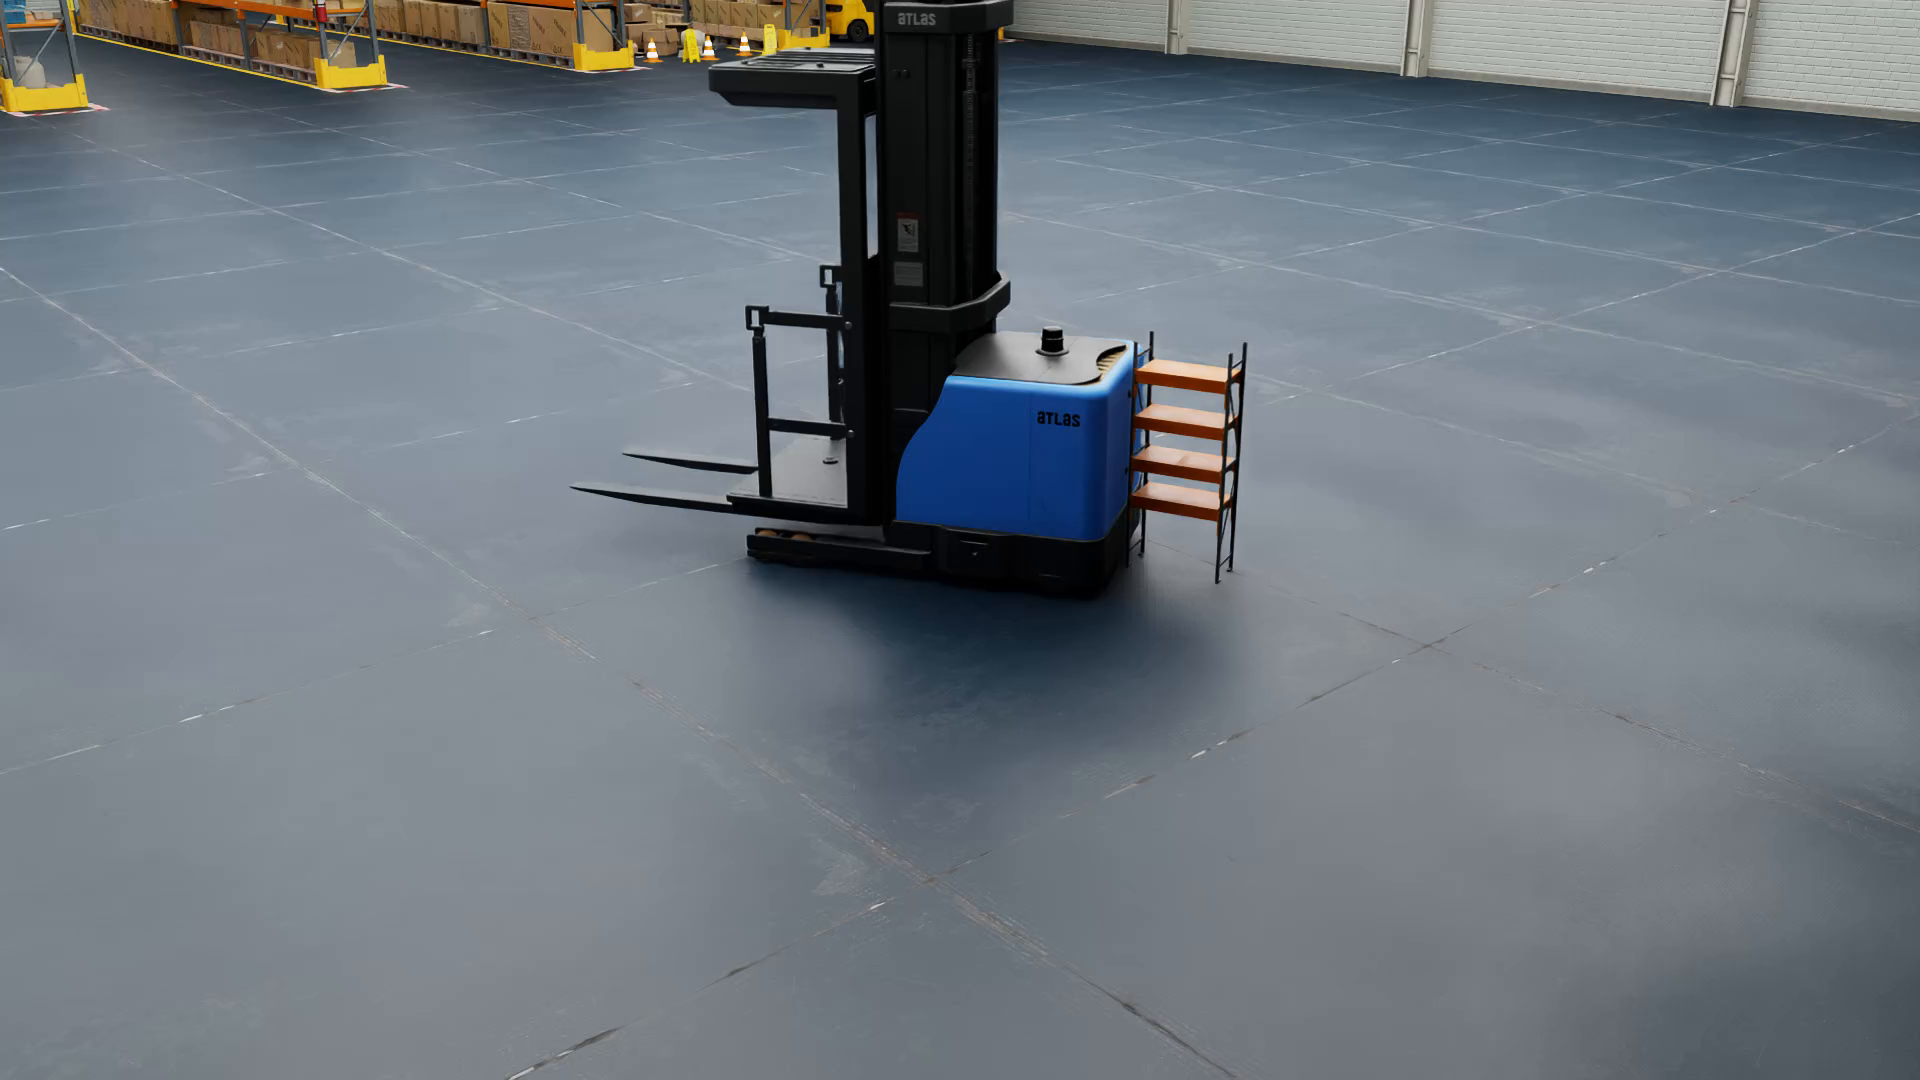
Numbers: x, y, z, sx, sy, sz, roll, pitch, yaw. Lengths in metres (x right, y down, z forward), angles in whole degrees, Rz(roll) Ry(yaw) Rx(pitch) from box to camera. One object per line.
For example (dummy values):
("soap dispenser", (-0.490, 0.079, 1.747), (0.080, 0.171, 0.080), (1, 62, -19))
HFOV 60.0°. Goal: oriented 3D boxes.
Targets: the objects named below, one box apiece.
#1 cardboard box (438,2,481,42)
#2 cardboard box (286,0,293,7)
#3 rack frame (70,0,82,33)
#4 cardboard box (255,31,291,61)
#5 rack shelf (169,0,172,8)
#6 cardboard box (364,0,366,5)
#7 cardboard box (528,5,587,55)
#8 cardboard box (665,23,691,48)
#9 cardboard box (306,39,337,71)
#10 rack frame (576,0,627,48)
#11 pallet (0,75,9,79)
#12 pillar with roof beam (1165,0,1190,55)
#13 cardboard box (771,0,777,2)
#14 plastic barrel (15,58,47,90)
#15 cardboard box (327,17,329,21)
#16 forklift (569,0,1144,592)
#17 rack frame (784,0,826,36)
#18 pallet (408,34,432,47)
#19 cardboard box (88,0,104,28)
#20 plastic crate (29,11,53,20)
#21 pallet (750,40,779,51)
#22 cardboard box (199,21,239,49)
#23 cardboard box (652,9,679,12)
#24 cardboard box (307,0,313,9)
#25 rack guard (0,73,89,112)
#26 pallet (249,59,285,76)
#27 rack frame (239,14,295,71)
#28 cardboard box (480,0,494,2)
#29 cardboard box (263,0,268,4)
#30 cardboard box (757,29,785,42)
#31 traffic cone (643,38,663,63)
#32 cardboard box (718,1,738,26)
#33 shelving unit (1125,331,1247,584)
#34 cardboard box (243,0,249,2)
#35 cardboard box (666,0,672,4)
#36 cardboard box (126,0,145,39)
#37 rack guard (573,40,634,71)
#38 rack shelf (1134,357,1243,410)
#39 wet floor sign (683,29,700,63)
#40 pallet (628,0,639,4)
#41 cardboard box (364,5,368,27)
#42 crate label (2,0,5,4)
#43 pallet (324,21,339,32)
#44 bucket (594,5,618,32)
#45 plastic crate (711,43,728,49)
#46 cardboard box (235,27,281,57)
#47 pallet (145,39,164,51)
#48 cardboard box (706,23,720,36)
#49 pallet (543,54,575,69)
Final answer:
("cardboard box", (-10.684, -11.314, 36.265), (1.050, 0.750, 0.750), (-17, 27, -37))
("cardboard box", (-11.967, -9.744, 30.094), (0.380, 0.149, 0.250), (-17, 27, -37))
("rack frame", (-21.240, -13.911, 40.387), (1.000, 3.000, 0.127), (-17, 27, -37))
("cardboard box", (-13.177, -9.507, 31.995), (0.500, 0.500, 0.500), (-18, 28, -39))
("rack shelf", (-17.324, -11.918, 36.286), (1.077, 0.370, 4.000), (-17, 27, -37))
("cardboard box", (-13.845, -12.784, 39.333), (0.500, 0.250, 0.500), (-16, 27, -35))
("cardboard box", (-8.042, -10.263, 33.412), (0.875, 0.875, 0.875), (-18, 28, -38))
("cardboard box", (-6.231, -11.172, 36.818), (0.500, 0.500, 0.500), (0, 21, -1))
("cardboard box", (-11.608, -8.855, 30.331), (0.500, 0.500, 0.500), (-10, 23, -24))
("rack frame", (-6.973, -10.643, 32.044), (1.000, 3.000, 0.127), (-17, 27, -37))
("pallet", (-16.753, -7.922, 28.921), (1.003, 0.211, 1.213), (-17, 27, -37))
("pillar with roof beam", (1.352, -13.550, 31.239), (9.100, 9.000, 0.400), (-17, 27, -37))
("cardboard box", (-4.288, -11.693, 36.890), (0.500, 0.500, 0.500), (-17, 27, -36))
("plastic barrel", (-15.036, -7.512, 26.885), (0.421, 0.512, 0.421), (0, 21, 0))
("cardboard box", (-15.648, -13.003, 41.403), (0.380, 0.149, 0.250), (-19, 28, -39))
("forklift", (-0.602, -1.403, 8.548), (3.031, 2.935, 1.130), (6, 22, 16))
("rack frame", (-3.289, -11.849, 35.124), (1.000, 3.000, 0.127), (-17, 27, -37))
("pallet", (-11.737, -11.319, 37.594), (1.003, 0.211, 1.213), (-17, 27, -37))
("cardboard box", (-20.168, -12.708, 39.653), (0.875, 0.875, 0.875), (-17, 27, -37))
("plastic crate", (-14.889, -8.512, 26.965), (0.298, 0.136, 0.250), (-17, 27, -37))
("pallet", (-3.842, -10.805, 36.281), (1.003, 0.211, 1.213), (-17, 27, -37))
("cardboard box", (-15.194, -10.411, 34.275), (0.500, 0.500, 0.700), (20, 29, 41))
("cardboard box", (-7.171, -12.460, 39.711), (0.950, 0.372, 0.625), (-16, 27, -36))
("cardboard box", (-11.302, -9.472, 29.399), (0.380, 0.149, 0.250), (-17, 27, -37))
("rack guard", (-14.634, -7.157, 26.571), (1.175, 0.500, 0.348), (-17, 27, -37))
("pallet", (-12.942, -9.120, 31.978), (1.003, 0.211, 1.213), (-17, 27, -37))
("rack frame", (-13.407, -10.595, 31.922), (1.000, 3.000, 0.127), (-17, 27, -37))
("cardboard box", (-12.623, -14.863, 45.756), (0.875, 0.438, 0.875), (-17, 27, -36))
("cardboard box", (-12.660, -10.008, 30.767), (0.380, 0.149, 0.250), (-17, 27, -37))
("cardboard box", (-4.036, -10.930, 35.972), (0.500, 0.250, 0.500), (-18, 27, -38))
("traffic cone", (-6.244, -9.946, 33.744), (0.336, 0.463, 0.334), (-17, 27, -37))
("cardboard box", (-5.024, -11.703, 36.916), (0.500, 0.500, 0.500), (-16, 26, -35))
("shelving unit", (1.134, -0.416, 8.400), (0.503, 1.200, 0.258), (11, 24, 25))
("cardboard box", (-13.342, -10.275, 31.449), (0.380, 0.149, 0.250), (-17, 27, -37))
("cardboard box", (-8.183, -15.452, 47.496), (0.396, 0.266, 0.258), (-16, 27, -36))
("cardboard box", (-17.613, -11.593, 36.807), (1.225, 0.875, 0.875), (-19, 28, -39))
("rack guard", (-6.957, -9.472, 32.483), (1.175, 0.500, 0.348), (-17, 27, -37))
("rack shelf", (1.135, -0.782, 8.256), (0.480, 0.148, 0.258), (11, 24, 25))
("wet floor sign", (-5.454, -10.010, 33.656), (0.232, 0.644, 0.267), (17, 27, 36))
("pallet", (-9.404, -15.913, 49.323), (1.003, 0.211, 1.213), (-17, 27, -37))
("cardboard box", (-13.826, -12.435, 39.472), (0.500, 0.500, 0.500), (-17, 27, -37))
("crate label", (-15.955, -8.772, 27.218), (0.502, 0.435, 0.616), (-17, 27, -37))
("pallet", (-15.271, -12.837, 41.470), (1.003, 0.211, 1.213), (-17, 27, -37))
("bucket", (-7.749, -11.443, 36.491), (0.726, 0.611, 0.620), (-8, 13, -19))
("plastic crate", (-5.496, -10.966, 36.872), (0.583, 0.080, 0.402), (12, 24, 27))
("cardboard box", (-13.792, -9.811, 32.744), (0.500, 0.500, 0.700), (20, 29, 41))
("pallet", (-17.268, -10.975, 36.714), (1.003, 0.211, 1.213), (-17, 27, -37))
("cardboard box", (-5.362, -11.497, 37.420), (0.500, 0.250, 0.500), (-16, 26, -34))
("pallet", (-7.554, -9.547, 33.069), (1.003, 0.211, 1.213), (-17, 27, -37))
